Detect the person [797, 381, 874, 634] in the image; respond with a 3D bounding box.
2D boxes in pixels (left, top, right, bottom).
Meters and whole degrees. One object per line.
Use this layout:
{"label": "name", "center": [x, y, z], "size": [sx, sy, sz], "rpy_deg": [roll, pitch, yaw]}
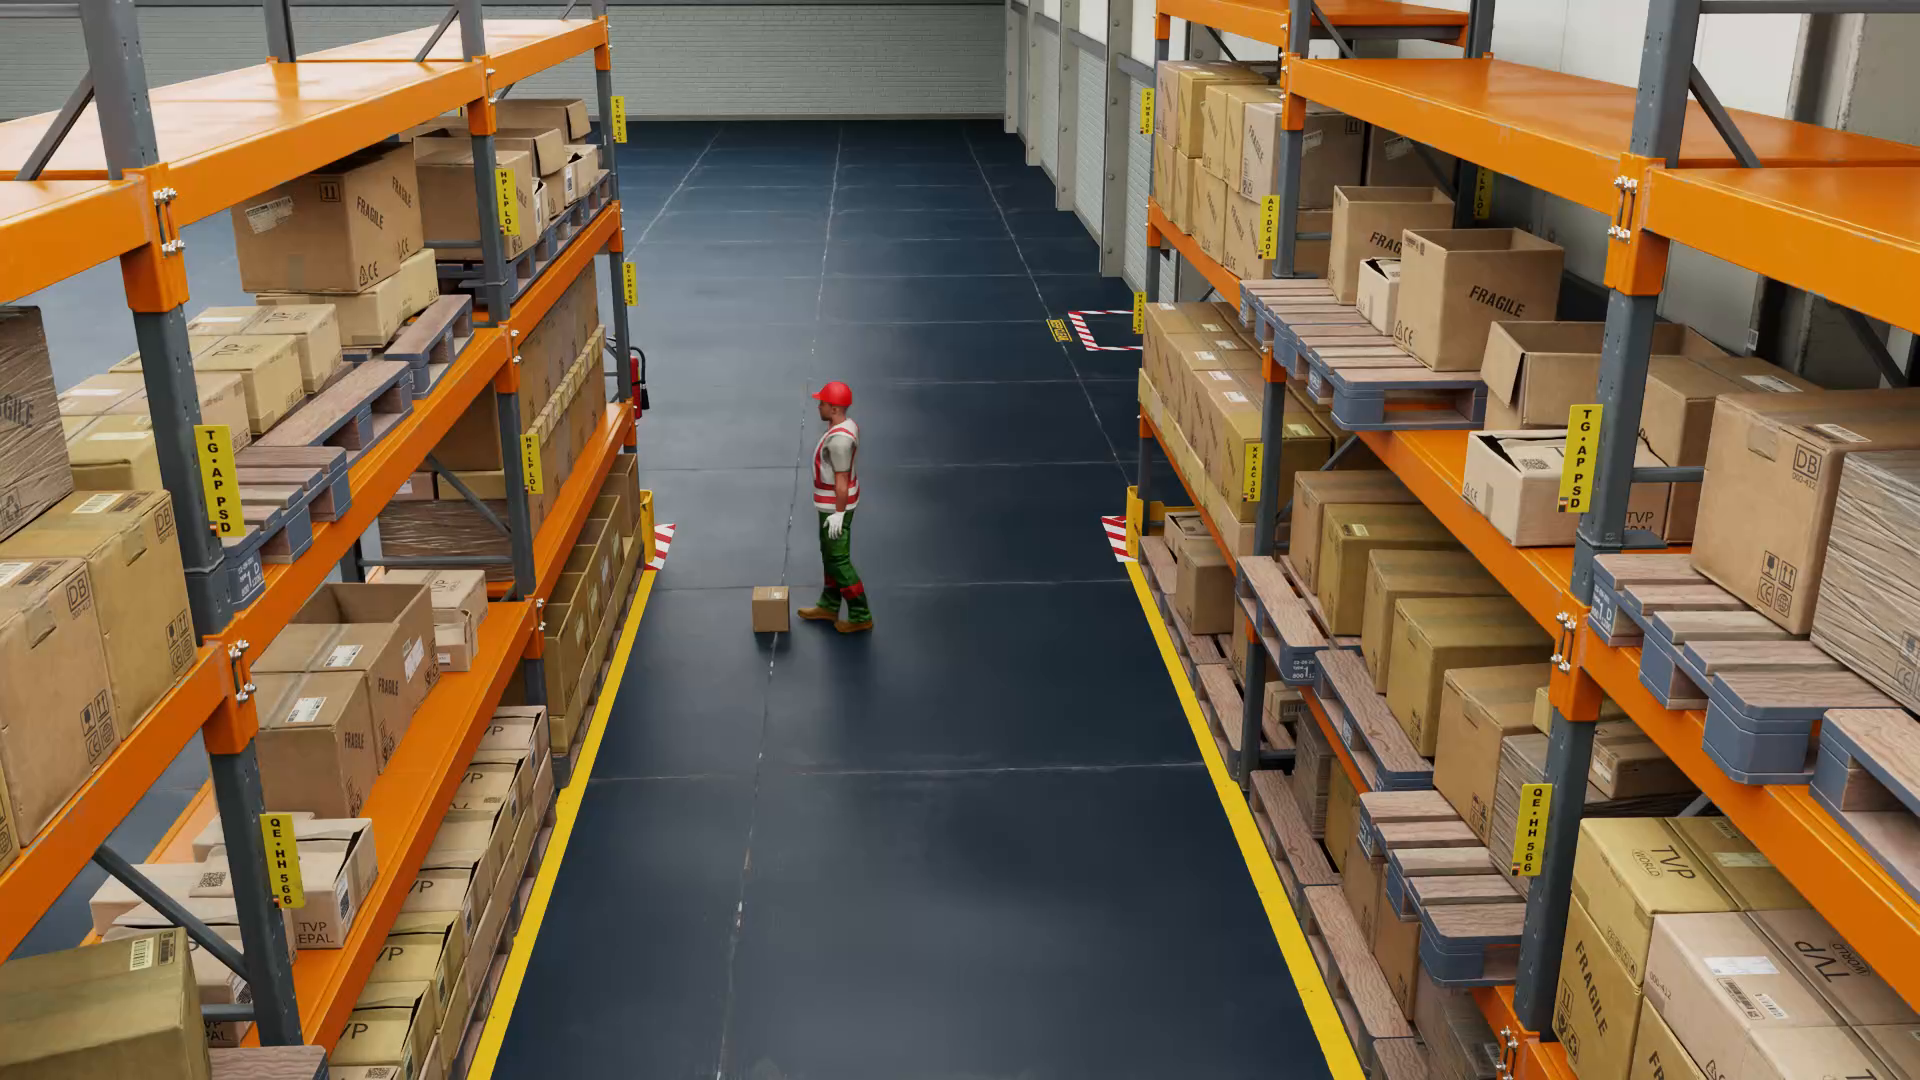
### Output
{"label": "person", "center": [-0.897, -0.239, 11.681], "size": [0.579, 1.800, 0.569], "rpy_deg": [1, 20, 3]}
